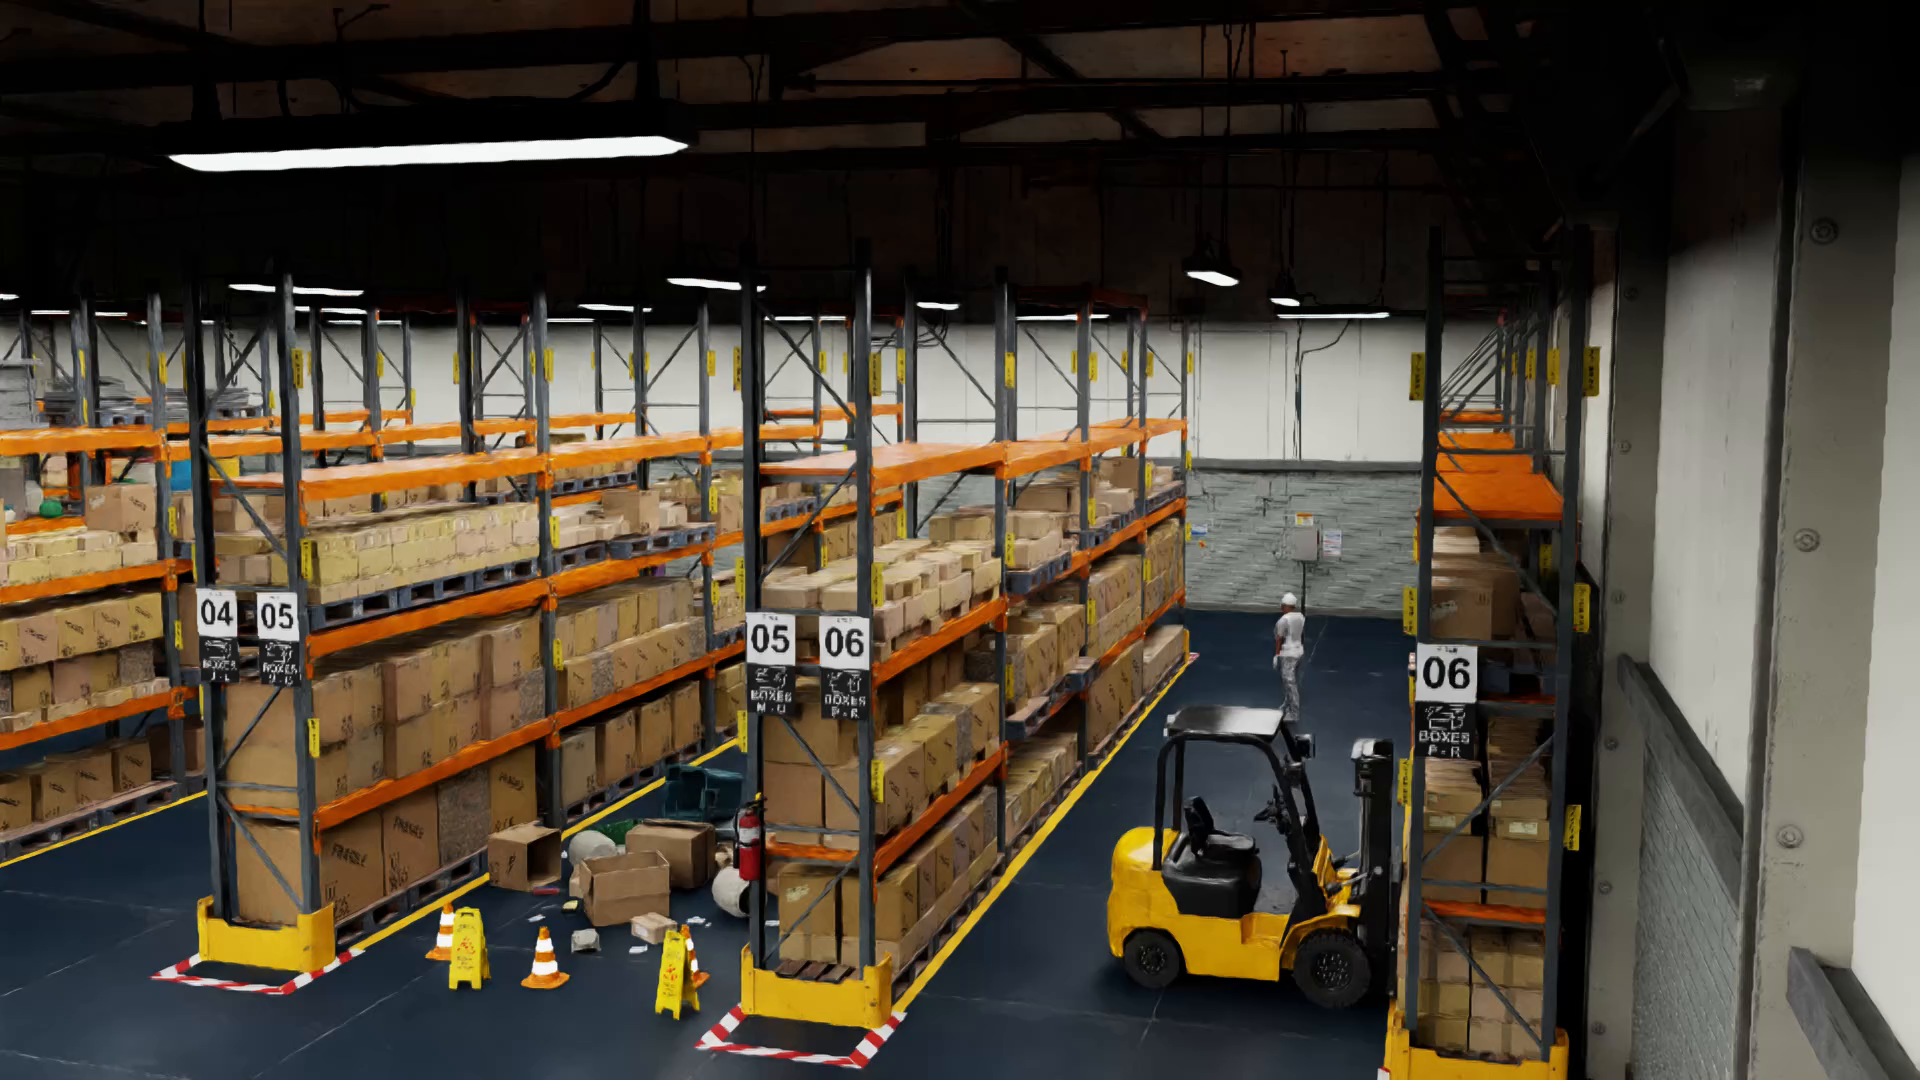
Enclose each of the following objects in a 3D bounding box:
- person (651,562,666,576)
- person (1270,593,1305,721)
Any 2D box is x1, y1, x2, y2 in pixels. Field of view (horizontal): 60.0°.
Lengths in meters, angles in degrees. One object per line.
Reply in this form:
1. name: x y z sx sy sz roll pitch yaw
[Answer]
1. person: -5.776 0.800 31.872 0.507 1.586 0.562 -6 9 -43
2. person: 4.635 1.632 23.570 0.590 1.783 0.665 5 8 38
